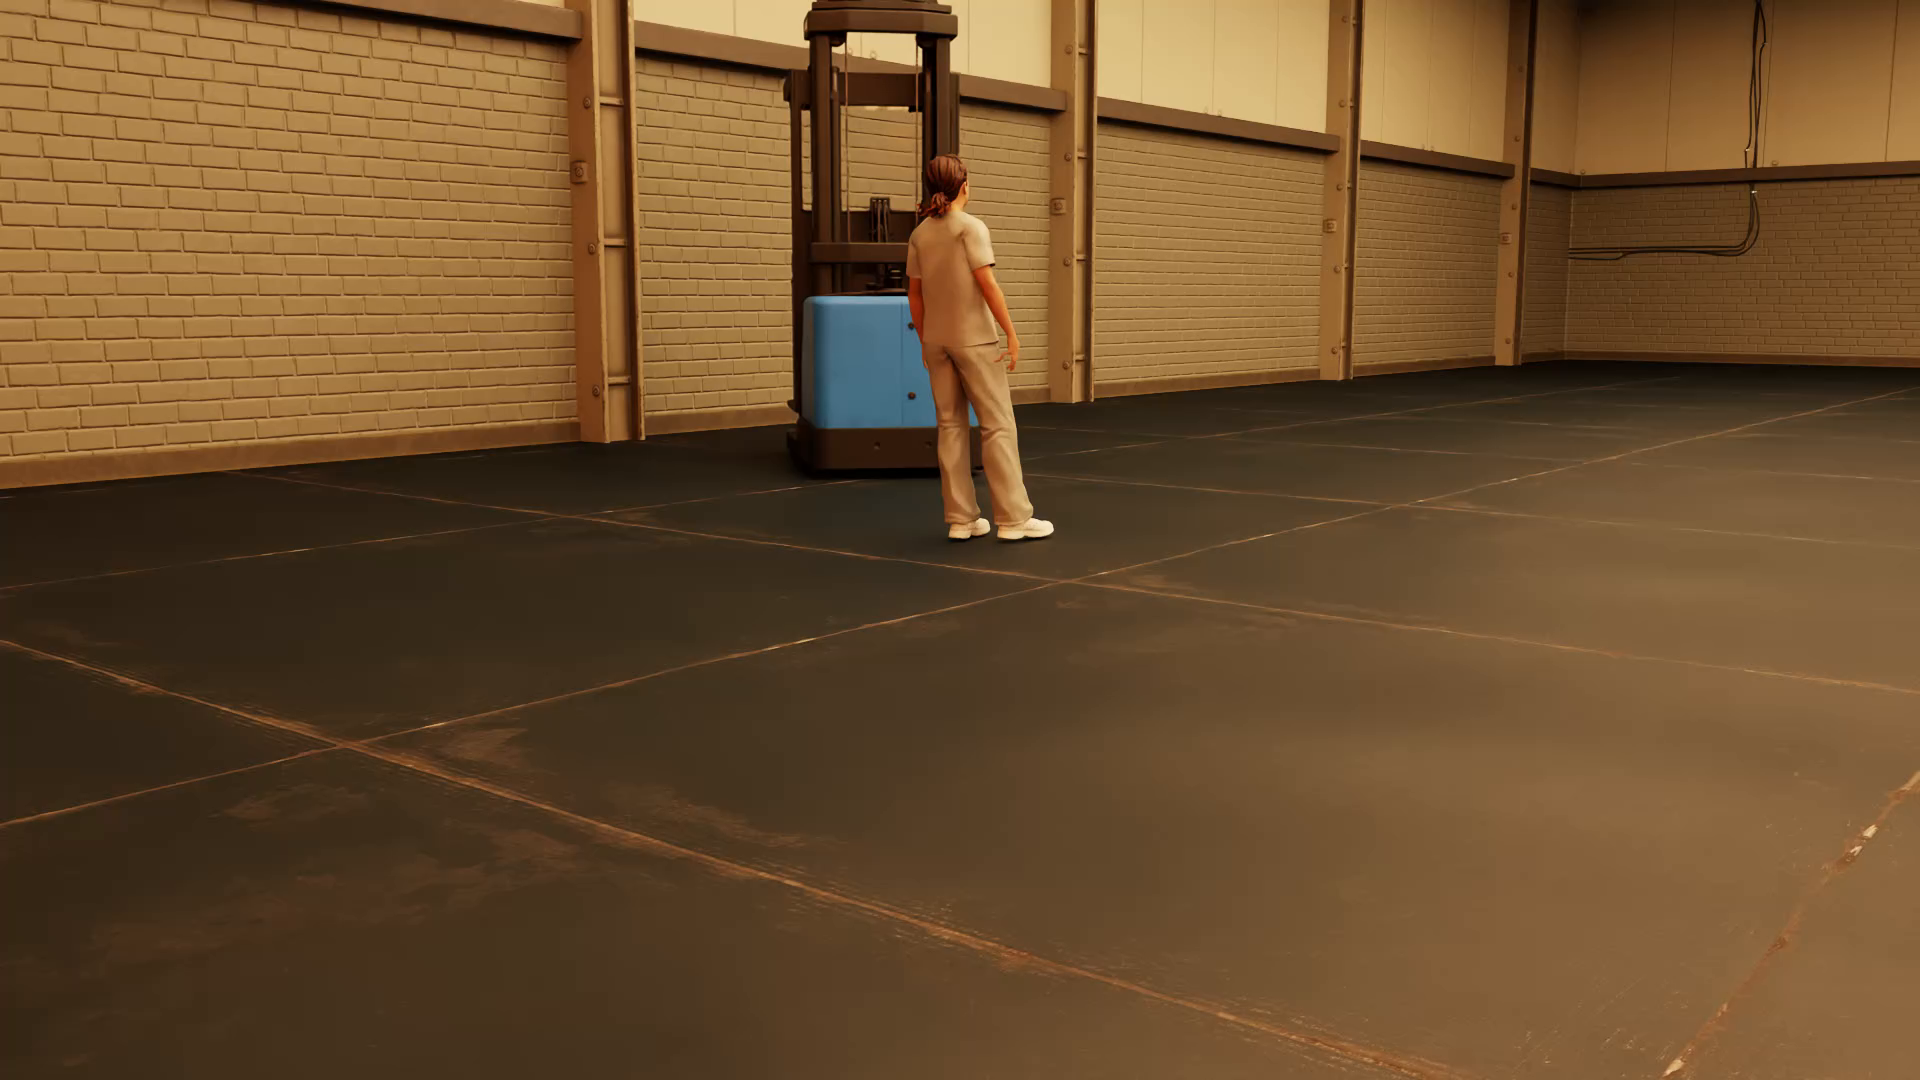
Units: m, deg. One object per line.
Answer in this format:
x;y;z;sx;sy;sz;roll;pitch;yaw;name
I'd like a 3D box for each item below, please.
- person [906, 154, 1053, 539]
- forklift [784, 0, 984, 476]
0.057;-0.838;7.332;0.550;1.662;0.548;7;11;38;person
-0.581;-2.011;11.021;1.130;2.935;3.031;-1;8;-10;forklift
